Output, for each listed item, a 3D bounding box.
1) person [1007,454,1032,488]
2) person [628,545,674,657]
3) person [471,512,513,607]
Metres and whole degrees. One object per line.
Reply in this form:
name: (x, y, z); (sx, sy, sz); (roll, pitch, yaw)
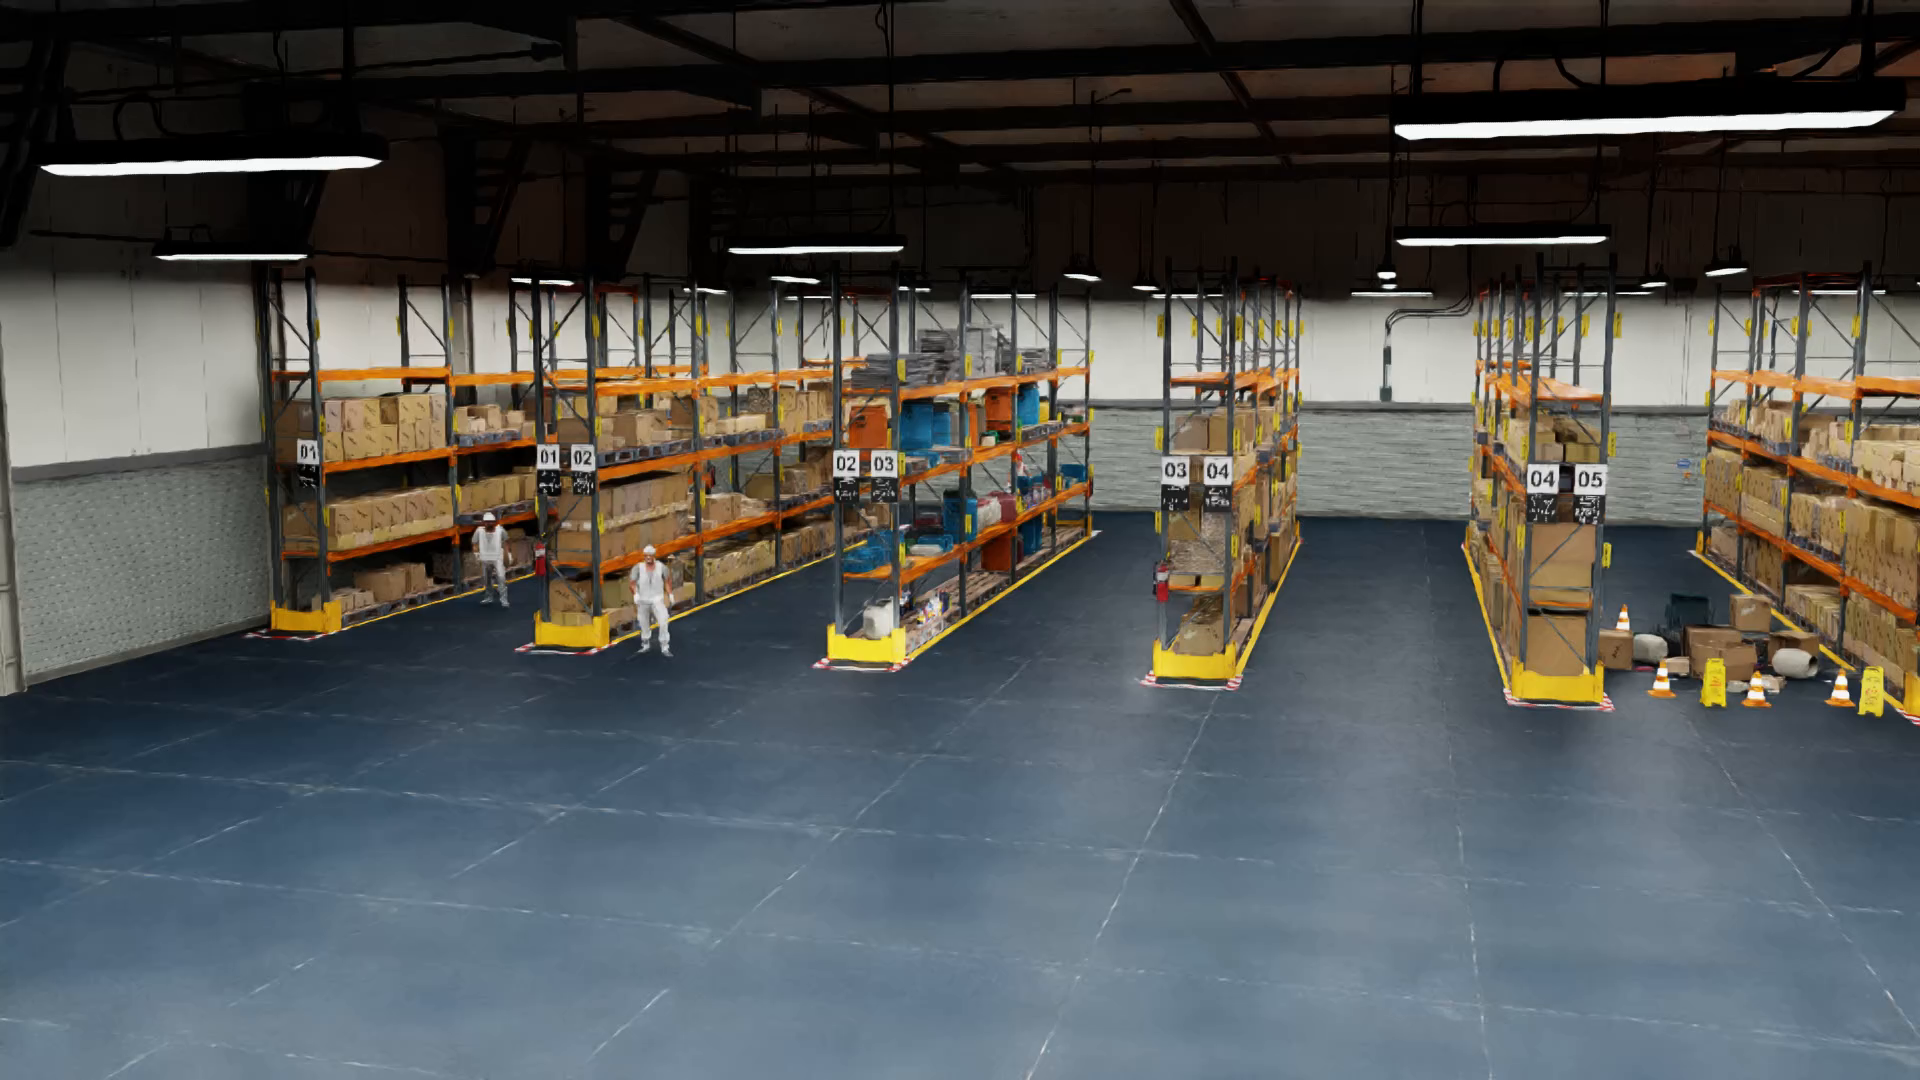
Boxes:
person: (1.550, -1.419, 43.886); (0.677, 1.742, 0.552); (2, 7, 13)
person: (-4.711, 0.922, 25.404); (0.671, 1.727, 0.773); (-1, 7, -6)
person: (-8.445, 0.336, 30.032); (0.704, 1.711, 0.835); (0, 7, -3)
